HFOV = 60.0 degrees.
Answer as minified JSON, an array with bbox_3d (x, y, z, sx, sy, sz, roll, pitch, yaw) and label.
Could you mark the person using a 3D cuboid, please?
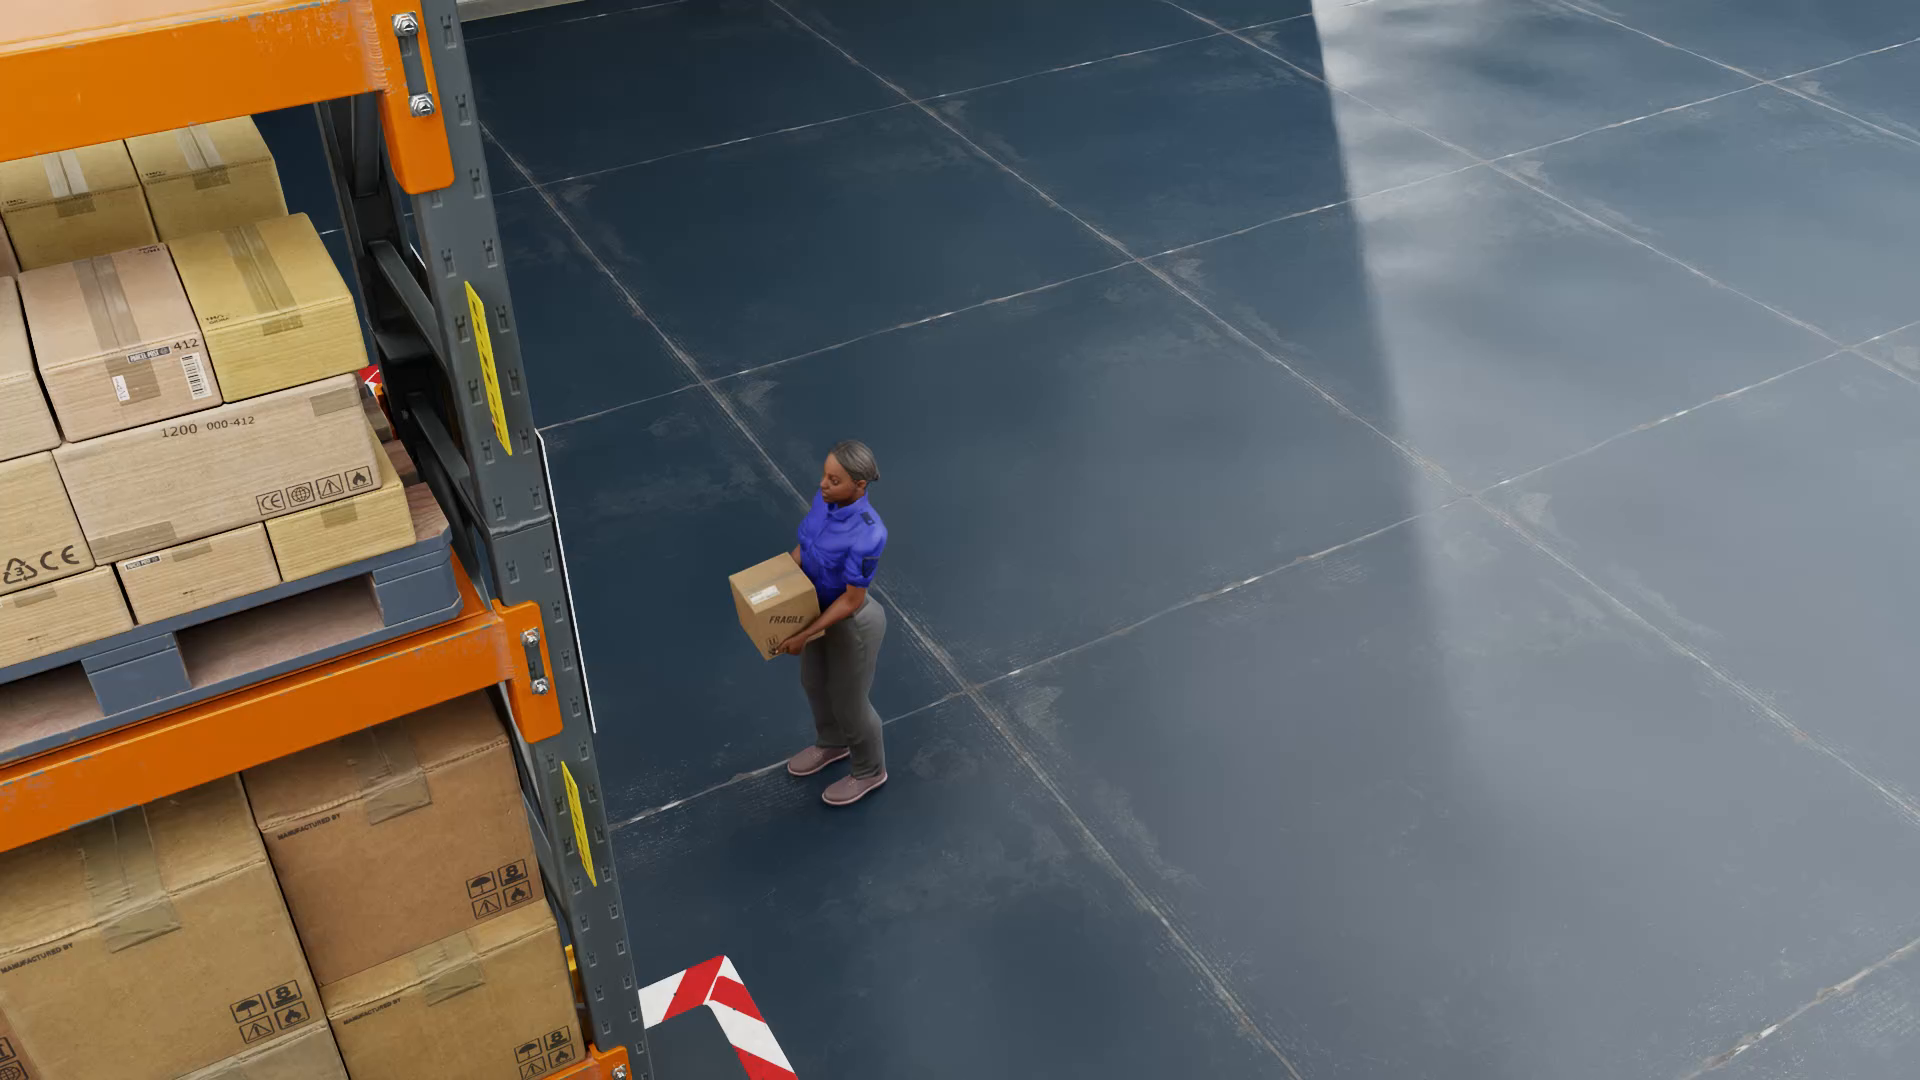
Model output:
[{"bbox_3d":[-0.496,0.413,6.567,0.394,1.436,0.439,-19,41,-23],"label":"person"}]
